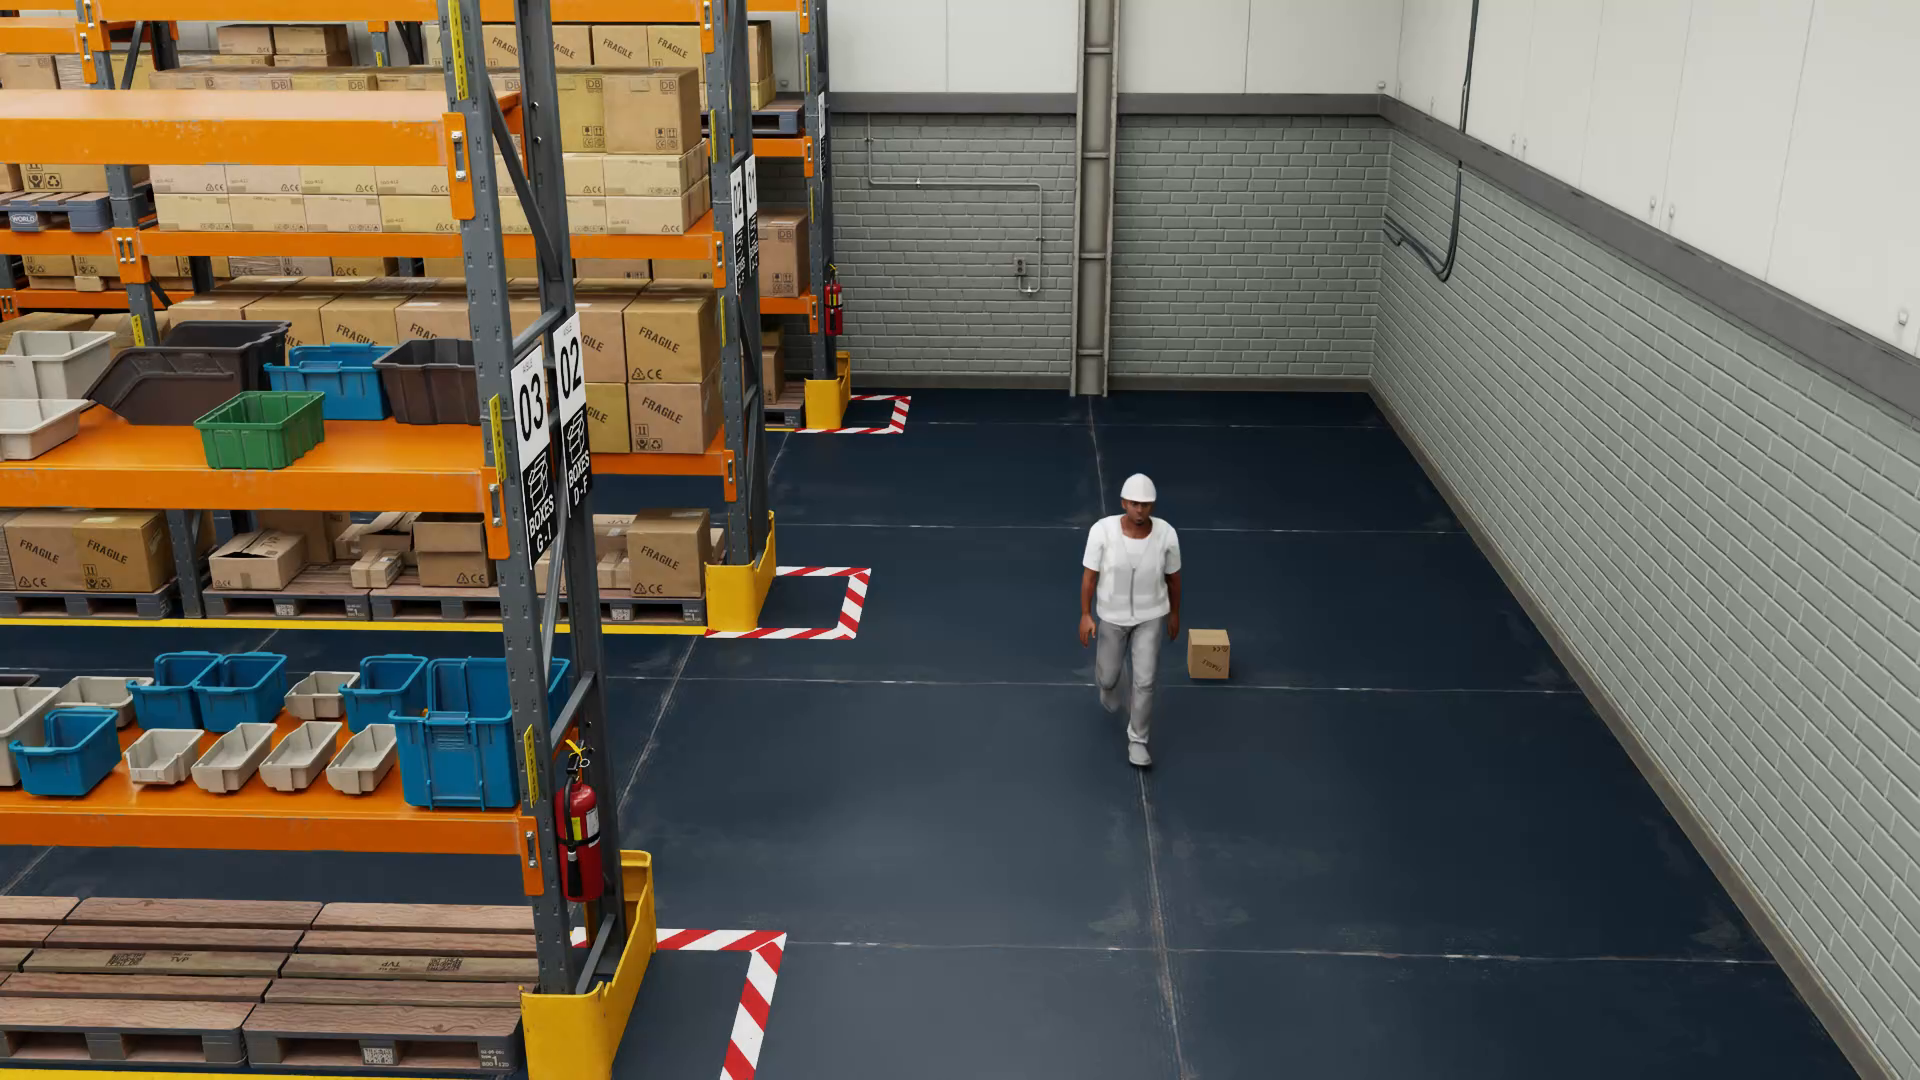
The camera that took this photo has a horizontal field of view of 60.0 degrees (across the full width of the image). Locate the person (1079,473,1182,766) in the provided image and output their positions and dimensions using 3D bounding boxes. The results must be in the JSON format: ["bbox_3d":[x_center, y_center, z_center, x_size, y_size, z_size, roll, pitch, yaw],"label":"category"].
[{"bbox_3d":[1.017,0.418,9.914,0.604,1.742,0.779,2,21,5],"label":"person"}]
